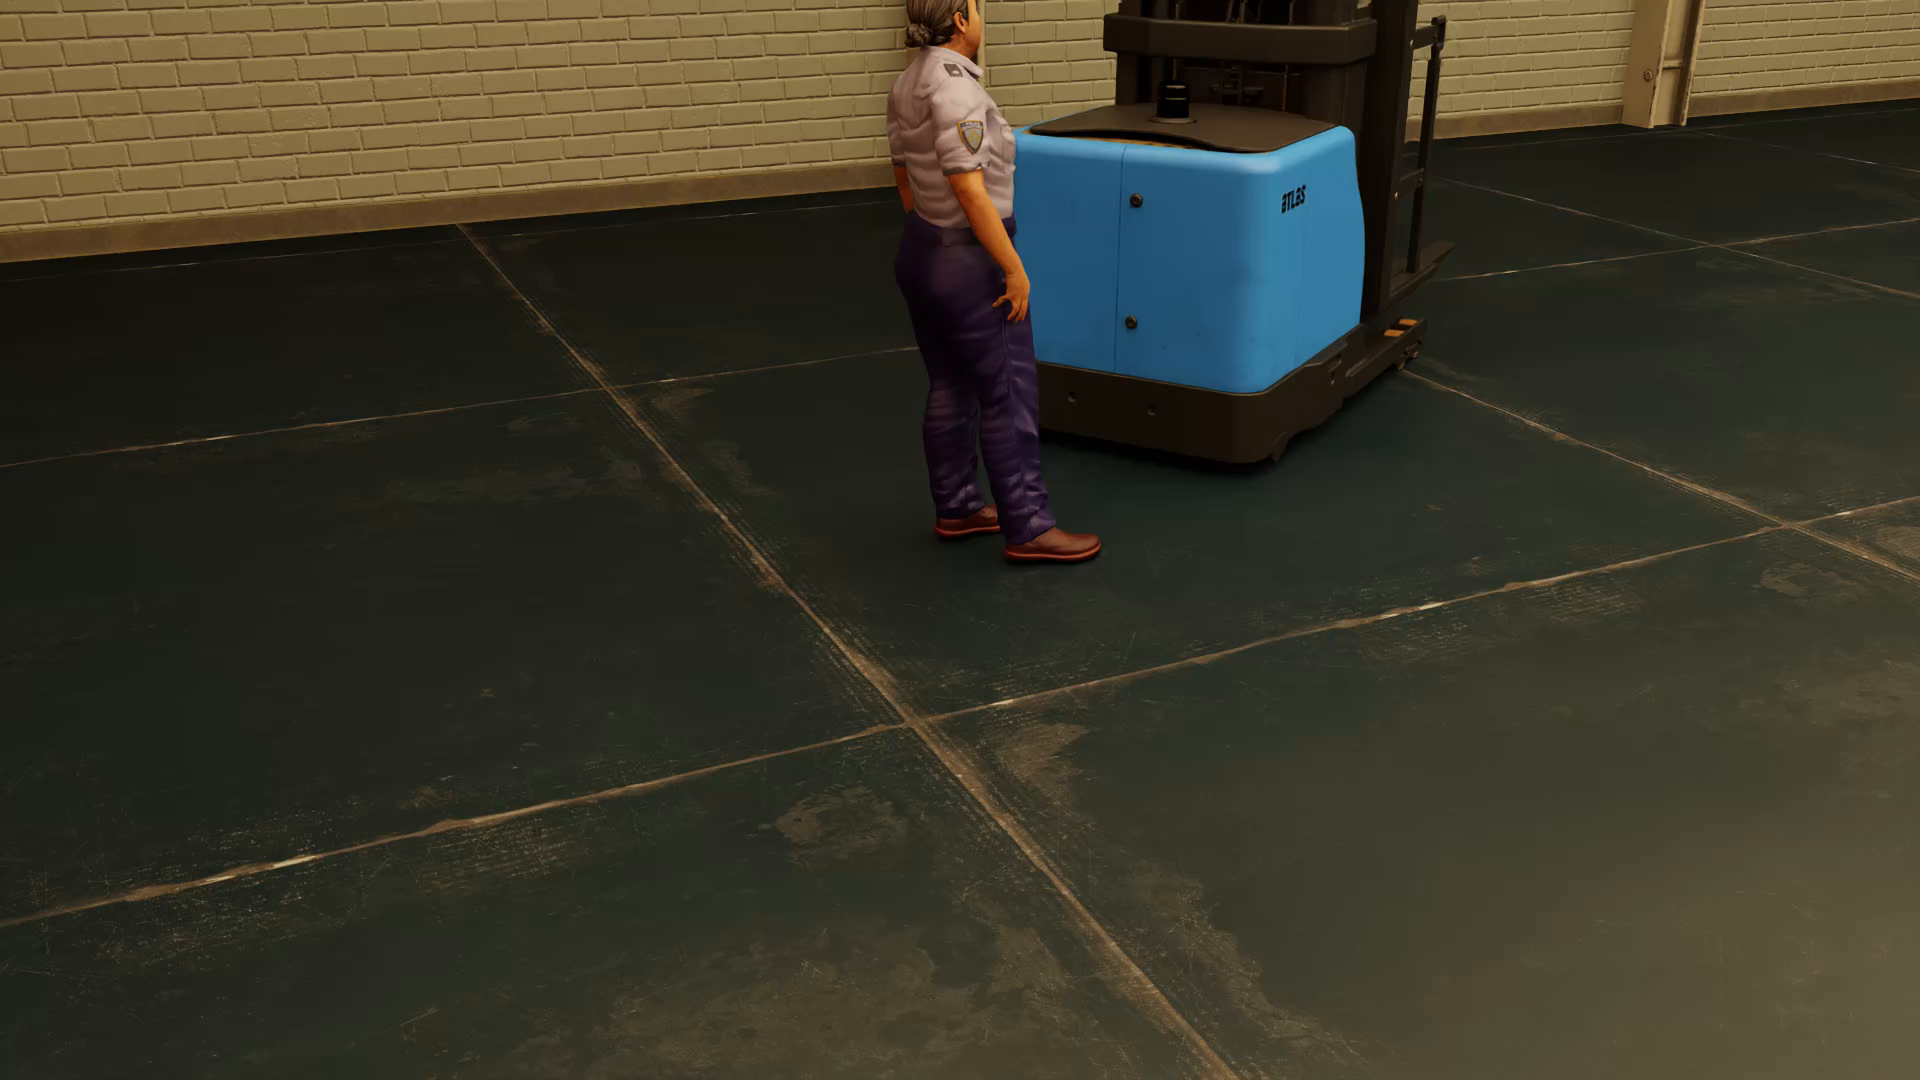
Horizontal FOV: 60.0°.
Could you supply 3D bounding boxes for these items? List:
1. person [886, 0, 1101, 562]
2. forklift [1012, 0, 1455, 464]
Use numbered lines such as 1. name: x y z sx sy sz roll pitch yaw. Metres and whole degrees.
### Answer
1. person: 0.091 -0.771 4.805 0.502 1.644 0.598 -10 25 -23
2. forklift: 1.293 -2.127 6.407 1.130 2.935 3.031 13 26 28
